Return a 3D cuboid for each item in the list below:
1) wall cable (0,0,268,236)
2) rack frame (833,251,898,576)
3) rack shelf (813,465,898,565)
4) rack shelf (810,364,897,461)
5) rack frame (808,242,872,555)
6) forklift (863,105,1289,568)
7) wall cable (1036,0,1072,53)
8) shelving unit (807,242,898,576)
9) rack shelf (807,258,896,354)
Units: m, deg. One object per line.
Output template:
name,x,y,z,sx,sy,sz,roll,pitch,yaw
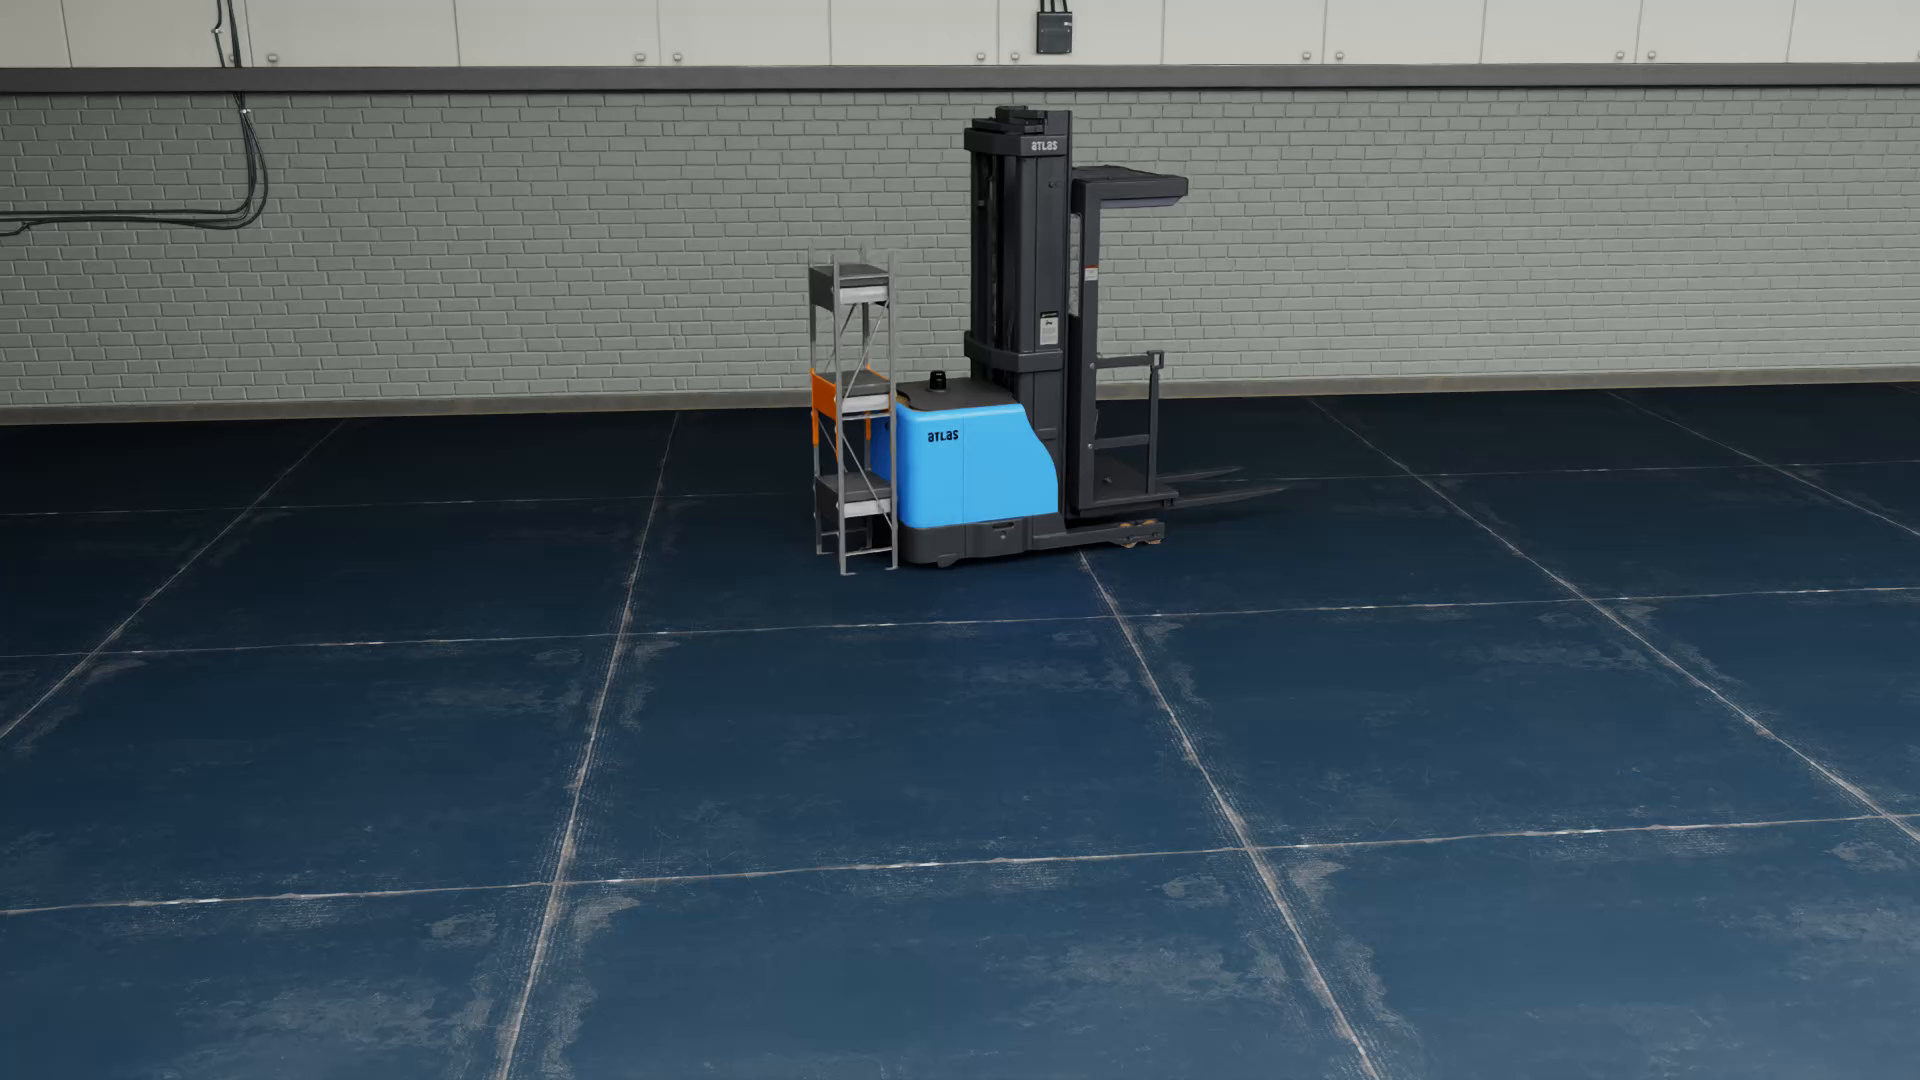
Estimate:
wall cable,-7.604,-3.868,14.157,3.097,2.526,0.112,-2,18,-6
rack frame,-0.602,-0.788,10.681,0.400,2.100,0.015,-7,19,-22
rack shelf,-0.699,-0.174,11.109,0.431,0.518,0.480,-7,19,-22
rack shelf,-0.699,-0.842,10.899,0.431,0.518,0.480,-7,19,-22
rack frame,-0.796,-0.922,11.108,0.400,2.100,0.015,-7,19,-22
forklift,0.882,-1.482,11.504,3.031,2.935,1.130,-7,19,-21
wall cable,1.841,-7.260,14.102,2.305,6.003,0.169,-2,18,-6
shelving unit,-0.699,-0.855,10.895,0.431,2.100,0.503,-7,19,-22
rack shelf,-0.699,-1.510,10.689,0.431,0.518,0.480,-7,19,-22
